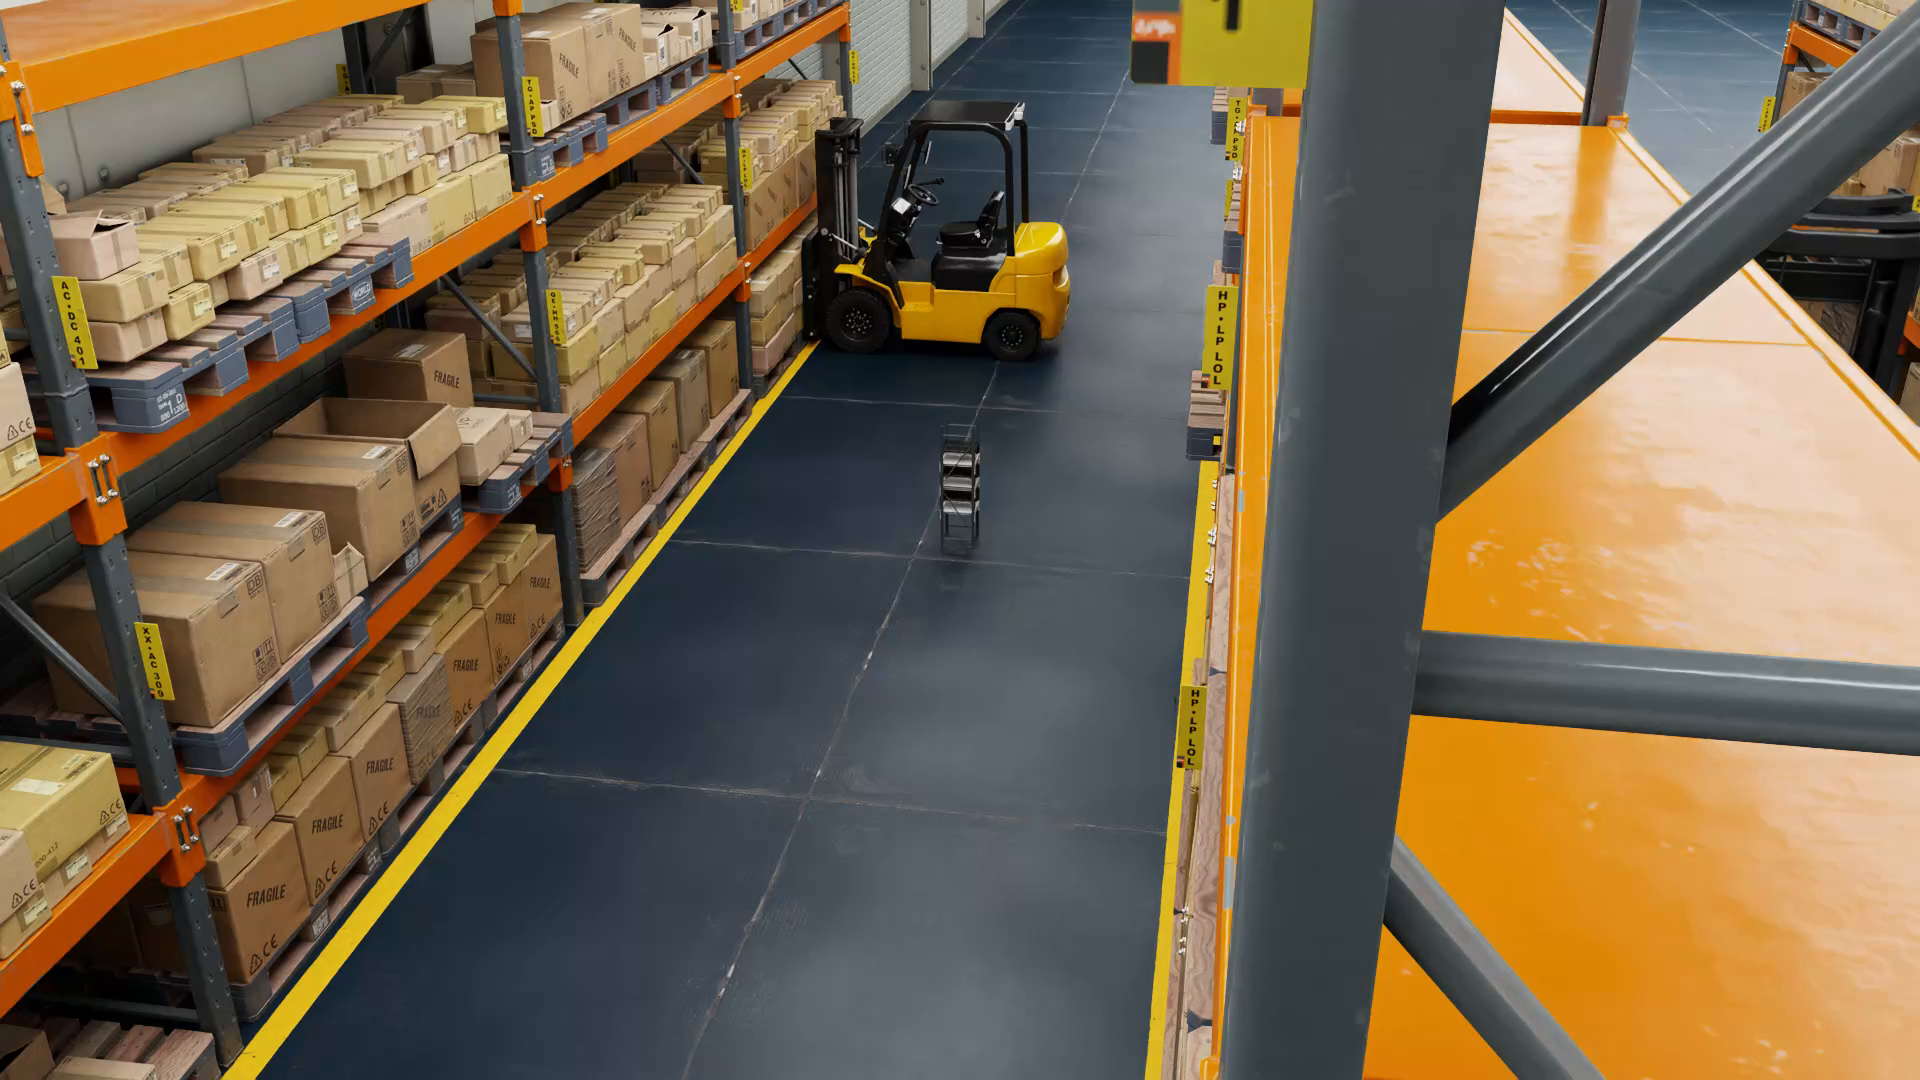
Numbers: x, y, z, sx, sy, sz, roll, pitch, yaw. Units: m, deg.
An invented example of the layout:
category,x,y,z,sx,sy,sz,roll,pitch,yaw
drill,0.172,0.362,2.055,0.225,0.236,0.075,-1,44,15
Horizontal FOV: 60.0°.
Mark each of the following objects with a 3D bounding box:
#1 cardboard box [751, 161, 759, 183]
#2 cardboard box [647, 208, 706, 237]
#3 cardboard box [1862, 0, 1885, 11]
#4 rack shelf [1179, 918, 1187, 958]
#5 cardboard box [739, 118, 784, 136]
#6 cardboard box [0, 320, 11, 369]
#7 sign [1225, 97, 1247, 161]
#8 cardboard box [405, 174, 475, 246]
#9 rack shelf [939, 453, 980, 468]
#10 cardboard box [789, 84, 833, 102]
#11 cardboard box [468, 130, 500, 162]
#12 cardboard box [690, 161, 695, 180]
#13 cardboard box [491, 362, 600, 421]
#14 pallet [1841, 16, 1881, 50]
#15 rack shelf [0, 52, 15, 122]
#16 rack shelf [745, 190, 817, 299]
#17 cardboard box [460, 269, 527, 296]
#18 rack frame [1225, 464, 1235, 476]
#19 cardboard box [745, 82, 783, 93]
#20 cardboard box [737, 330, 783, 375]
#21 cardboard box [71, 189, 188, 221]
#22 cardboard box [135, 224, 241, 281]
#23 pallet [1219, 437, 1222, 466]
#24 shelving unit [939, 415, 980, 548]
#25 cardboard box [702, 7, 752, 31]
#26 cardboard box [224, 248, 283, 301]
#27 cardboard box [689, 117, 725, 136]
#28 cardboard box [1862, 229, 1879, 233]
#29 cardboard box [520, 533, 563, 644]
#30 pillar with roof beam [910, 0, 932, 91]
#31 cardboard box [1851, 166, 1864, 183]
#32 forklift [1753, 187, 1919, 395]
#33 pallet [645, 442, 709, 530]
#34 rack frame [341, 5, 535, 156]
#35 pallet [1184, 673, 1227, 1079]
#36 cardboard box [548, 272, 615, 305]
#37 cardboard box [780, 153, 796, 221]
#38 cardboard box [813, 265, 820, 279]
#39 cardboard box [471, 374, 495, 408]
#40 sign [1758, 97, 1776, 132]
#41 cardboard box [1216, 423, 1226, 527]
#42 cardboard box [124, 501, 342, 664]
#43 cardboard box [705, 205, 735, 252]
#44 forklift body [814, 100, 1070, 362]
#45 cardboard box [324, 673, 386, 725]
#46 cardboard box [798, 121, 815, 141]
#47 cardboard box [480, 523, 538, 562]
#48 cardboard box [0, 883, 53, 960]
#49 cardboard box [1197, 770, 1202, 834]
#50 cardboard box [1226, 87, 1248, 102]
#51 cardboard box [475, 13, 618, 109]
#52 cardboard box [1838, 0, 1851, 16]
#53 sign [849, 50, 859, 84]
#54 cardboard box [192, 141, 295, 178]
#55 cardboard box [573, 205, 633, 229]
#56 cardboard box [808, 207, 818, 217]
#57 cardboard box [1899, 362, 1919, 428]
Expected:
category,x,y,z,sx,sy,sz,roll,pitch,yaw
cardboard box,-1.911,-3.093,13.980,0.380,0.149,0.250,5,25,10
cardboard box,-2.128,-2.384,12.466,0.380,0.149,0.250,3,25,7
cardboard box,7.610,-4.404,13.338,0.500,0.250,0.500,4,25,8
rack shelf,1.000,2.320,4.148,1.077,0.370,4.000,4,25,9
cardboard box,-1.786,-3.661,14.844,0.380,0.149,0.250,4,25,8
cardboard box,-3.416,-0.608,5.254,0.500,0.250,0.500,4,25,9
sign,1.446,-2.146,8.693,0.100,0.325,0.005,4,25,9
cardboard box,-2.843,-1.706,8.540,0.500,0.250,0.500,4,25,9
rack shelf,-0.001,-0.537,11.534,0.258,0.077,0.200,4,25,9
cardboard box,-1.470,-4.407,16.438,0.380,0.149,0.250,4,25,9
cardboard box,-2.737,-2.164,9.046,0.380,0.149,0.250,5,25,10
cardboard box,-2.457,-3.129,14.057,0.380,0.149,0.250,3,25,7
cardboard box,-2.603,-0.958,10.480,0.500,0.250,0.500,4,25,9
pallet,7.880,-4.056,13.487,1.003,0.211,1.213,4,25,9
rack shelf,-3.897,-0.738,3.608,1.077,0.370,4.000,4,25,9
rack shelf,-1.936,-3.041,15.601,1.077,0.370,4.000,4,25,9
cardboard box,-3.057,-1.675,10.952,0.380,0.149,0.250,4,25,7
rack frame,1.327,1.158,5.782,1.000,3.000,0.127,4,25,9
cardboard box,-1.980,-4.444,16.517,0.380,0.149,0.250,5,26,10
cardboard box,-1.857,-1.655,14.539,0.500,0.250,0.500,4,25,9
cardboard box,-3.464,-1.364,6.963,0.380,0.149,0.250,3,25,7
cardboard box,-3.032,-1.114,6.429,0.380,0.149,0.250,4,25,8
pallet,2.509,-0.599,12.826,1.003,0.211,1.213,4,25,9
shelving unit,-0.001,-0.404,11.596,0.258,0.900,0.210,4,25,9
cardboard box,-1.890,-4.177,13.325,0.380,0.149,0.250,5,25,10
cardboard box,-2.982,-1.081,6.709,0.380,0.149,0.250,4,25,9
cardboard box,-2.268,-3.692,14.909,0.380,0.149,0.250,4,25,8
cardboard box,7.650,-2.342,13.082,0.875,0.550,0.550,4,25,9
cardboard box,-2.774,0.276,10.119,0.500,0.500,0.500,5,26,10
pillar with roof beam,3.596,-11.412,25.560,9.100,9.000,0.400,4,25,9
cardboard box,7.907,-3.273,13.797,0.875,0.550,0.500,4,25,9
forklift,4.758,-0.725,9.886,1.130,2.935,3.031,5,26,11
pallet,-2.542,-0.445,12.495,1.003,0.211,1.213,4,25,9
rack frame,-2.917,-3.574,8.816,1.000,3.000,0.127,4,25,9
pallet,0.981,0.690,3.349,1.003,0.211,1.213,4,25,9
cardboard box,-2.485,-1.641,10.878,0.380,0.149,0.250,4,25,9
cardboard box,-1.783,-3.174,14.919,0.500,0.500,0.500,4,25,8
cardboard box,-1.622,-2.514,15.785,0.500,0.250,0.500,4,25,8
cardboard box,-3.096,-0.995,10.559,0.500,0.250,0.500,3,25,7
sign,7.642,-4.029,15.749,0.100,0.325,0.005,4,25,9
cardboard box,1.402,-0.190,7.364,0.500,0.500,0.500,4,25,9
cardboard box,-3.186,0.177,7.265,0.700,0.500,0.500,4,25,9
cardboard box,-2.091,-2.466,13.111,0.500,0.250,0.500,3,25,7
forklift body,-0.119,-2.899,15.451,2.313,2.155,1.214,4,25,9
cardboard box,-3.098,0.782,8.274,0.380,0.149,0.250,5,26,10
cardboard box,-1.575,-3.840,15.576,0.380,0.149,0.250,4,25,9
cardboard box,-2.748,0.015,9.912,0.380,0.149,0.250,3,25,6
cardboard box,-3.413,1.301,5.773,0.380,0.149,0.250,5,25,10
cardboard box,1.152,1.021,6.252,0.500,0.250,0.500,3,25,7
cardboard box,2.001,-3.028,10.868,0.500,0.250,0.500,4,25,8
cardboard box,-2.574,-3.001,10.397,0.700,0.500,0.500,4,25,8
cardboard box,7.651,-4.497,14.008,0.380,0.149,0.250,4,25,9
sign,-1.076,-4.792,16.847,0.100,0.325,0.005,4,25,9
cardboard box,-3.397,-1.794,7.907,0.380,0.149,0.250,4,25,8
cardboard box,-2.691,-2.416,12.534,0.380,0.149,0.250,4,25,8
cardboard box,-1.455,-3.173,16.603,0.500,0.250,0.500,4,25,9
cardboard box,7.522,-0.793,12.108,1.050,0.750,0.750,4,25,8
